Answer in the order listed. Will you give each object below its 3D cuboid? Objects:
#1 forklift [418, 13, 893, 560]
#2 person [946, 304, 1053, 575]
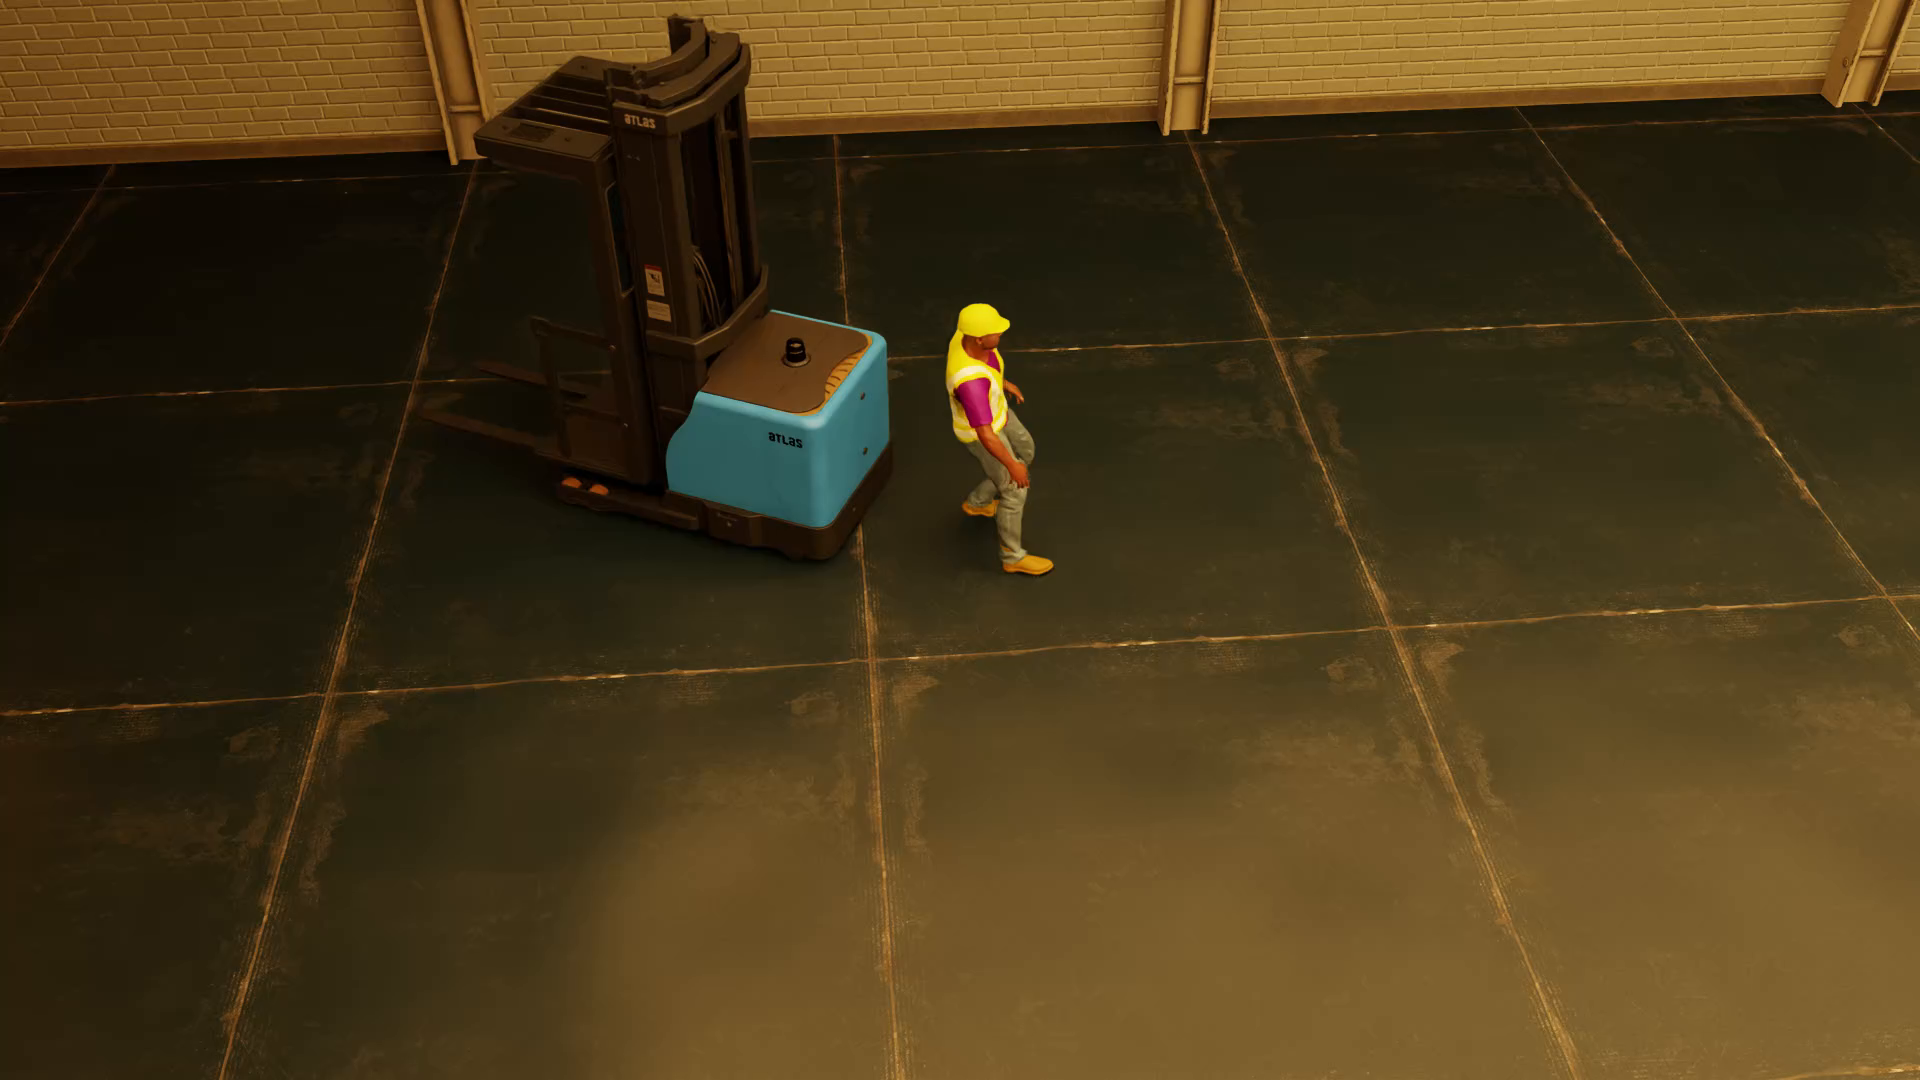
[{"bbox_3d":[-1.997,-1.598,9.806,3.031,2.935,1.130,14,43,16],"label":"forklift"},{"bbox_3d":[0.254,-0.657,9.686,0.667,1.669,0.779,3,41,4],"label":"person"}]
